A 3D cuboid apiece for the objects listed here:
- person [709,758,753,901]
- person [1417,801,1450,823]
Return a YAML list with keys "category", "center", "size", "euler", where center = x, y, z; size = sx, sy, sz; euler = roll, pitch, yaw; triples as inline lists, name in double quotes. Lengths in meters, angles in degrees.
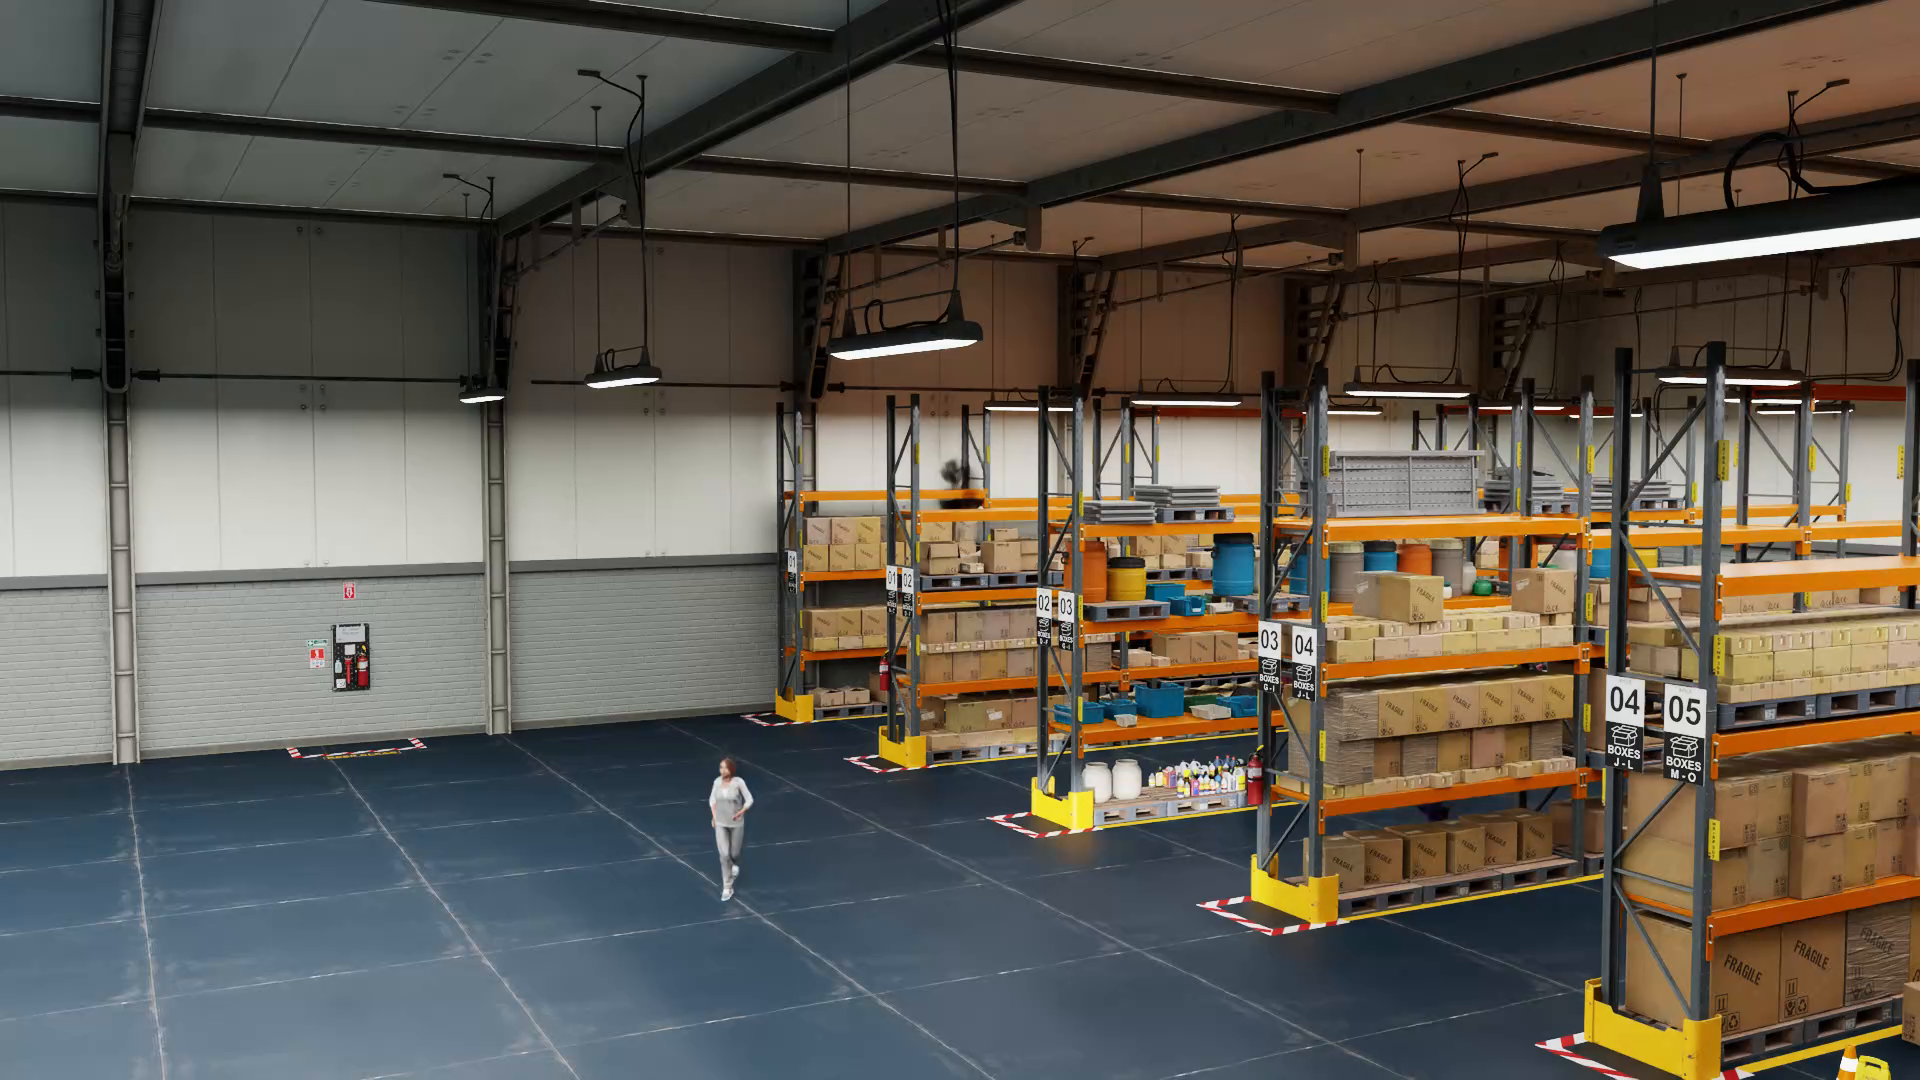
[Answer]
- category: "person"
  center: [-2.648, 3.299, 19.200]
  size: [0.533, 1.590, 0.697]
  euler: [0, 3, 5]
- category: "person"
  center: [6.280, 3.142, 21.779]
  size: [0.586, 1.608, 0.613]
  euler: [-2, 4, -32]
